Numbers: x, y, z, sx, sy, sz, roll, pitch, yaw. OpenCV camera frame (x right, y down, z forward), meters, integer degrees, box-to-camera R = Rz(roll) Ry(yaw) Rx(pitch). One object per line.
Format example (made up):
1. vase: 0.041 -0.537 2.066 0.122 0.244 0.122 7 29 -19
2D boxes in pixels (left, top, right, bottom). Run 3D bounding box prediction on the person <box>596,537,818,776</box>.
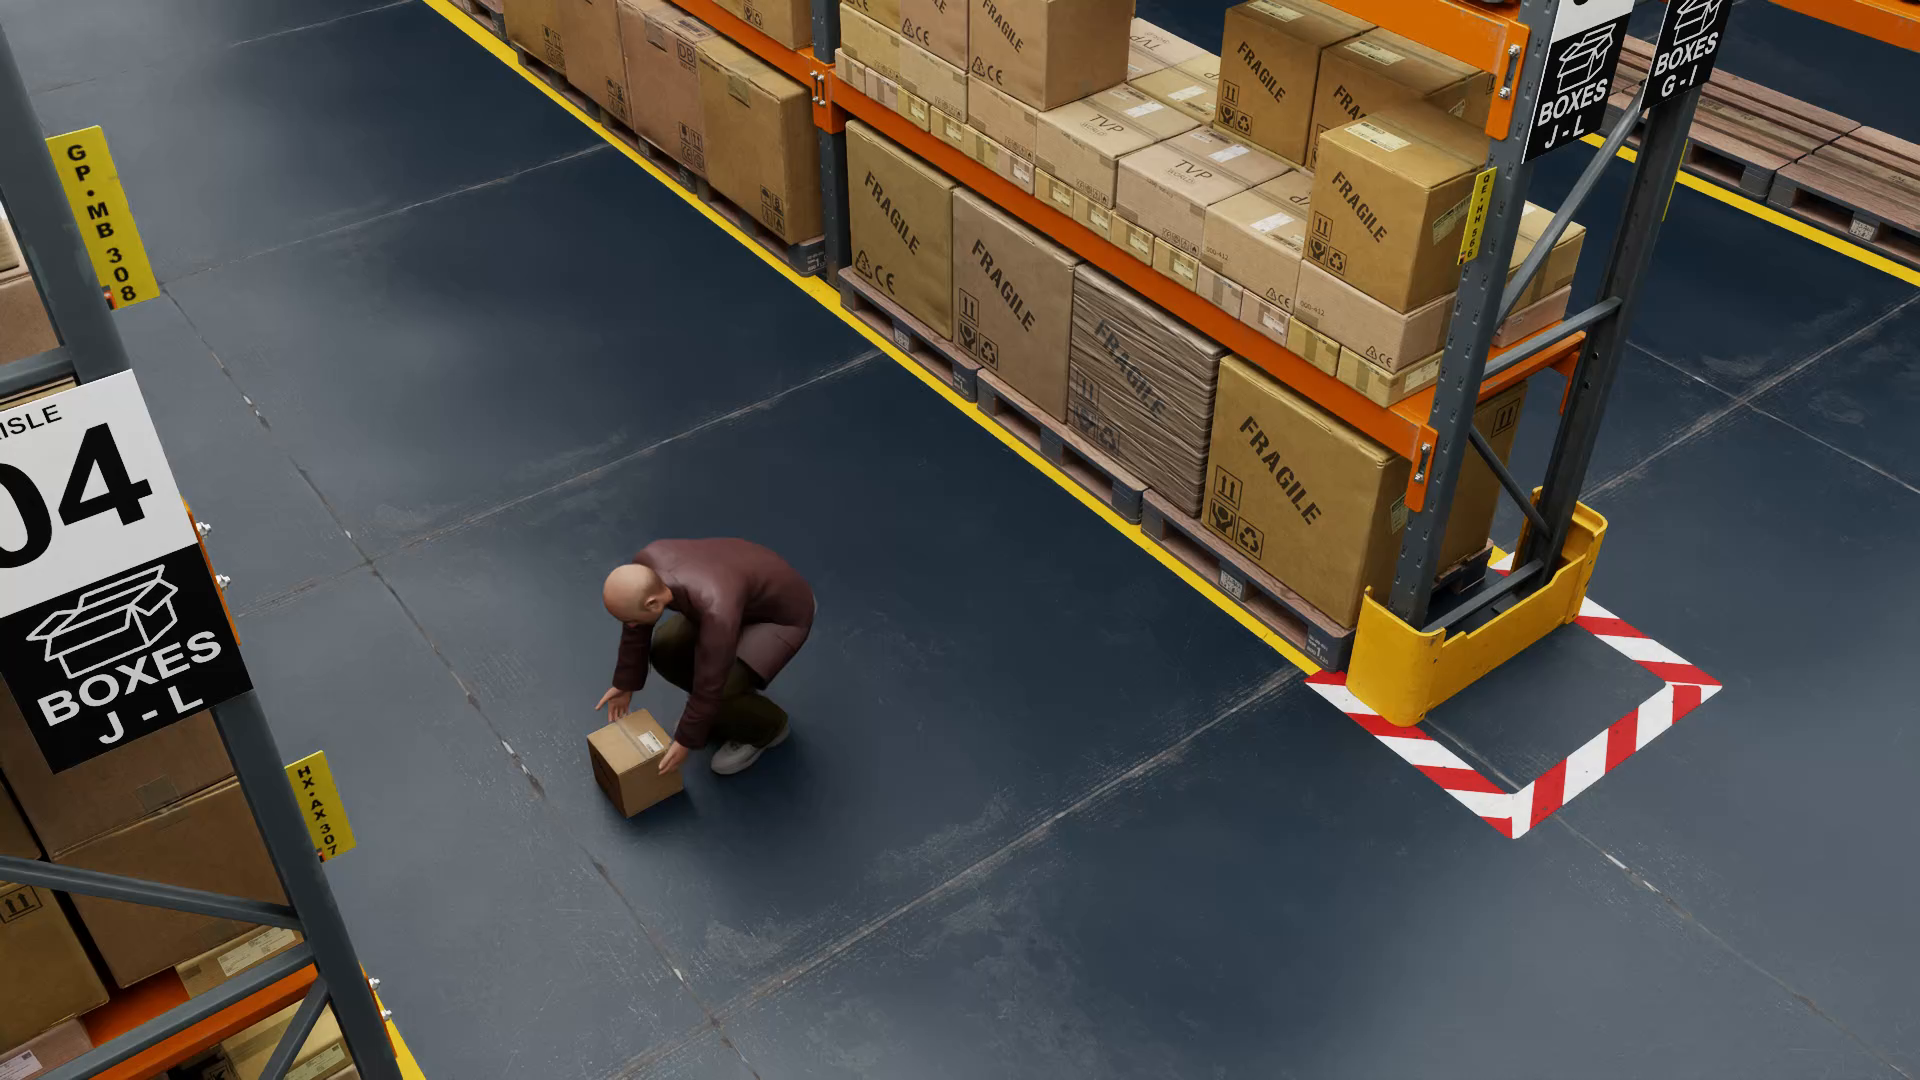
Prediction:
1. person: -0.920 0.391 6.243 0.860 1.081 0.615 -26 46 -28
